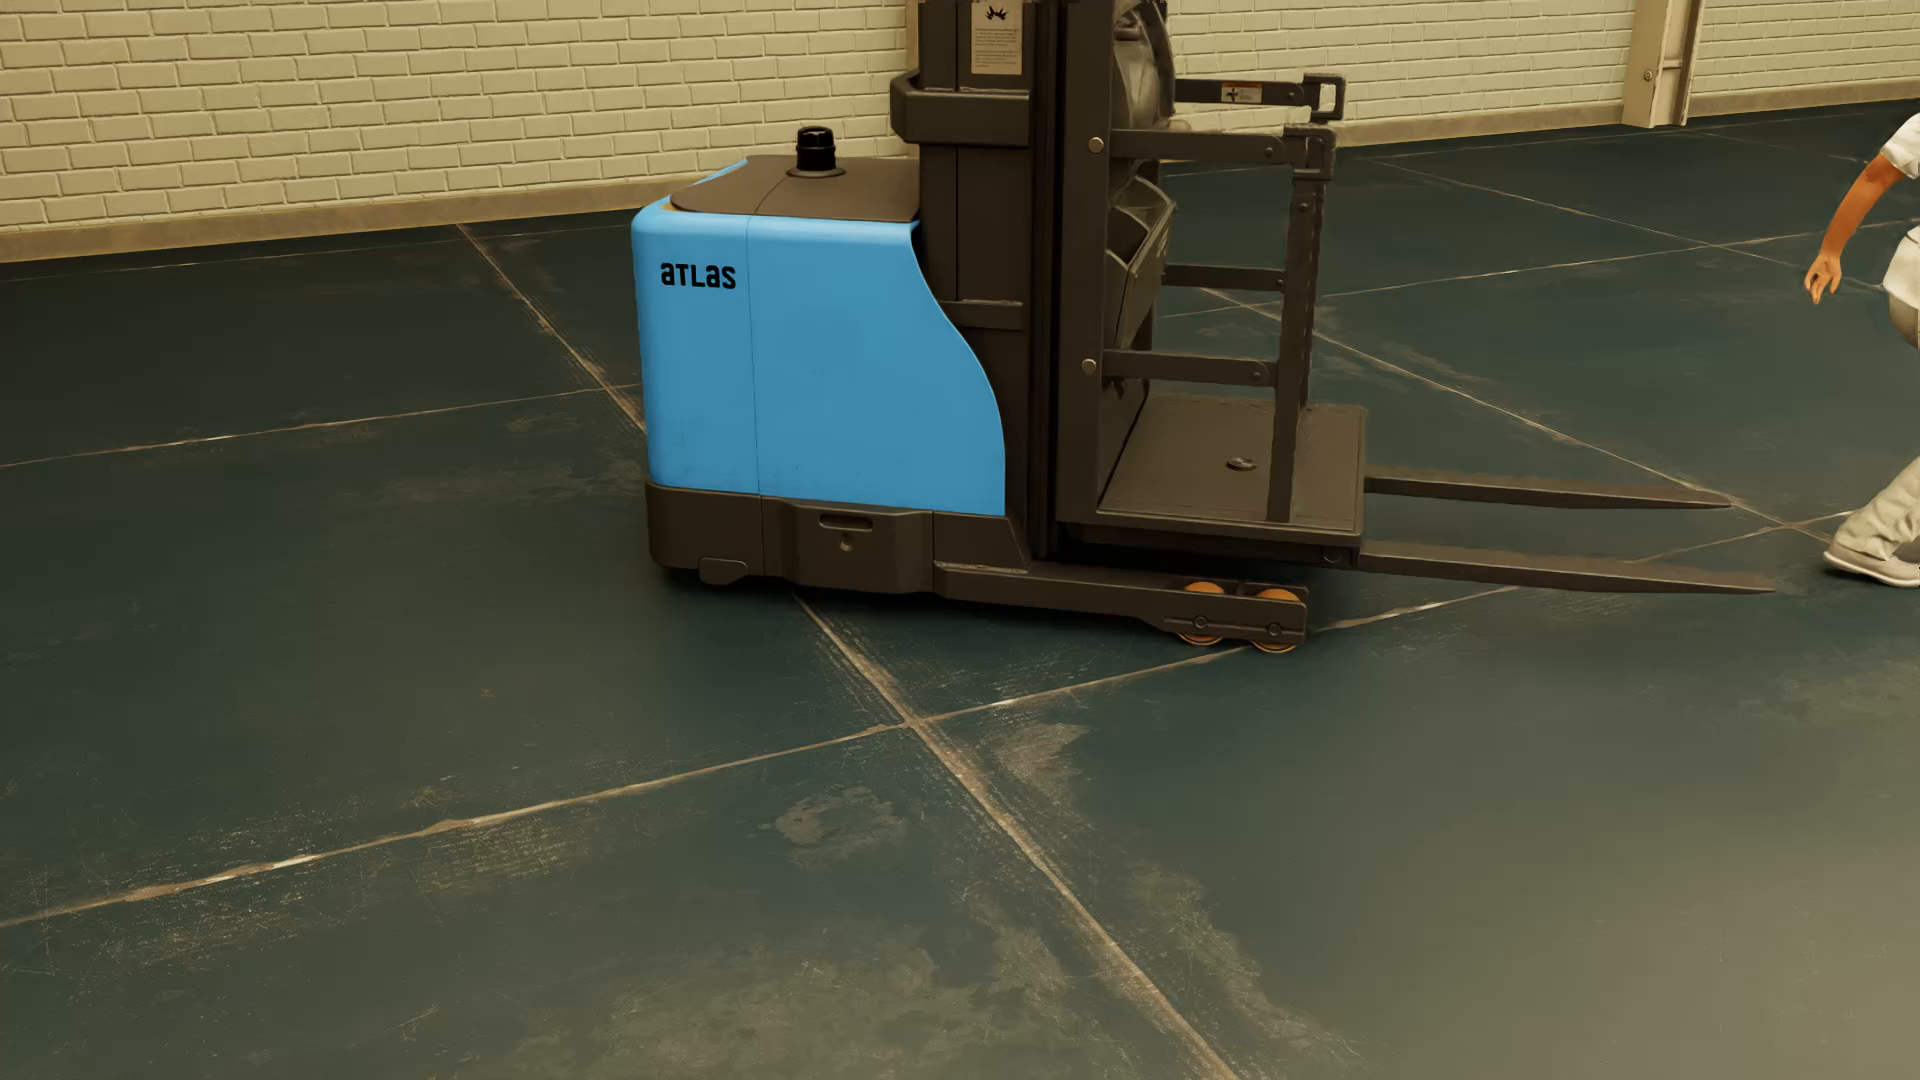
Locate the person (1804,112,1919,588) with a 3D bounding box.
[{"bbox_3d":[2.837,-0.621,4.587,0.850,1.645,0.524,0,23,1],"label":"person"}]

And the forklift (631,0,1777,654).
[{"bbox_3d":[0.677,-1.279,4.365,3.031,2.935,1.130,5,23,12],"label":"forklift"}]
